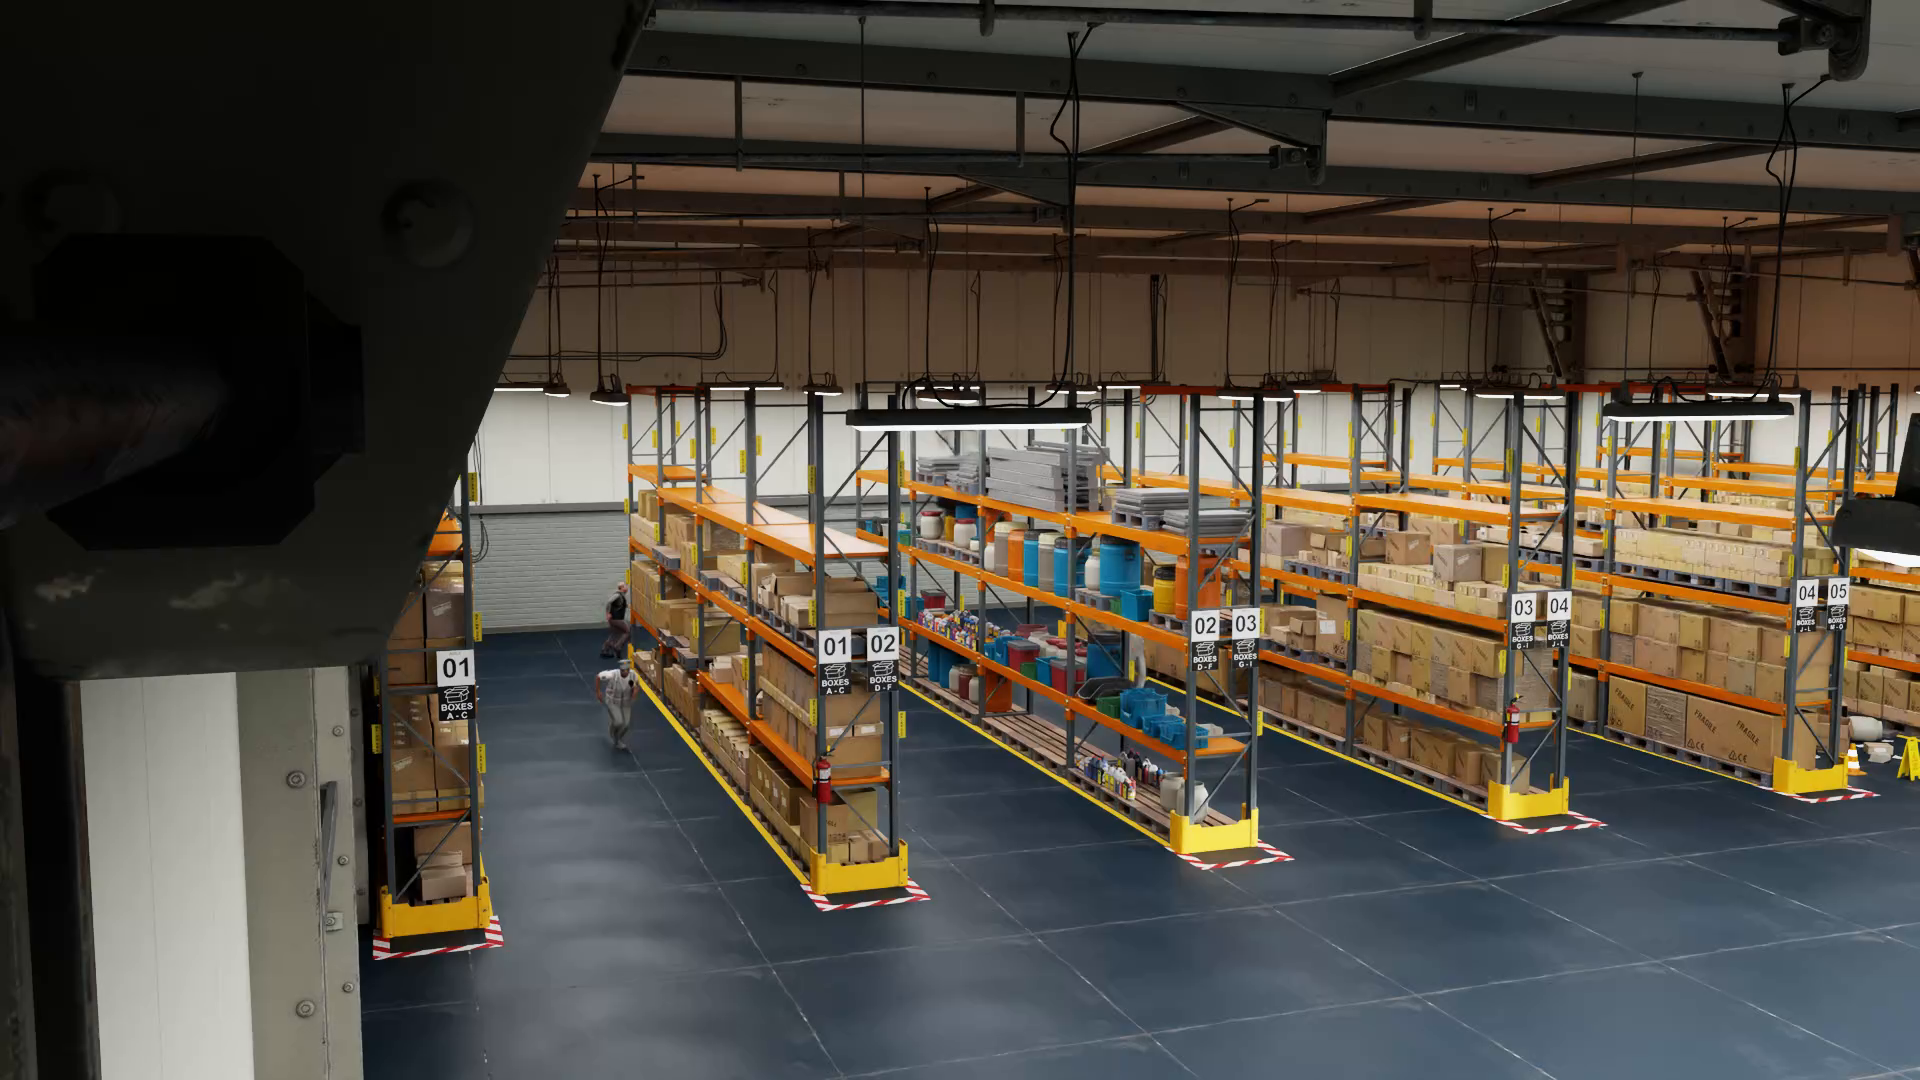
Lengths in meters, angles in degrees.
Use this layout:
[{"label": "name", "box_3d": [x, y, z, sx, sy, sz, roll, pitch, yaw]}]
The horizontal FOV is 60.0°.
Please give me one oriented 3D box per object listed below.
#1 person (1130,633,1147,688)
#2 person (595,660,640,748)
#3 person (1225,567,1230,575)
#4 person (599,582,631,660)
[{"label": "person", "box_3d": [3.345, 2.211, 31.998, 0.554, 1.647, 0.875, -2, 6, -21]}, {"label": "person", "box_3d": [-5.649, 2.719, 27.476, 0.694, 1.571, 0.877, -3, 7, -30]}, {"label": "person", "box_3d": [6.472, 1.342, 40.615, 0.581, 1.586, 0.638, -4, 7, -37]}, {"label": "person", "box_3d": [-7.457, 1.756, 36.213, 0.821, 1.699, 0.644, -2, 6, -16]}]
